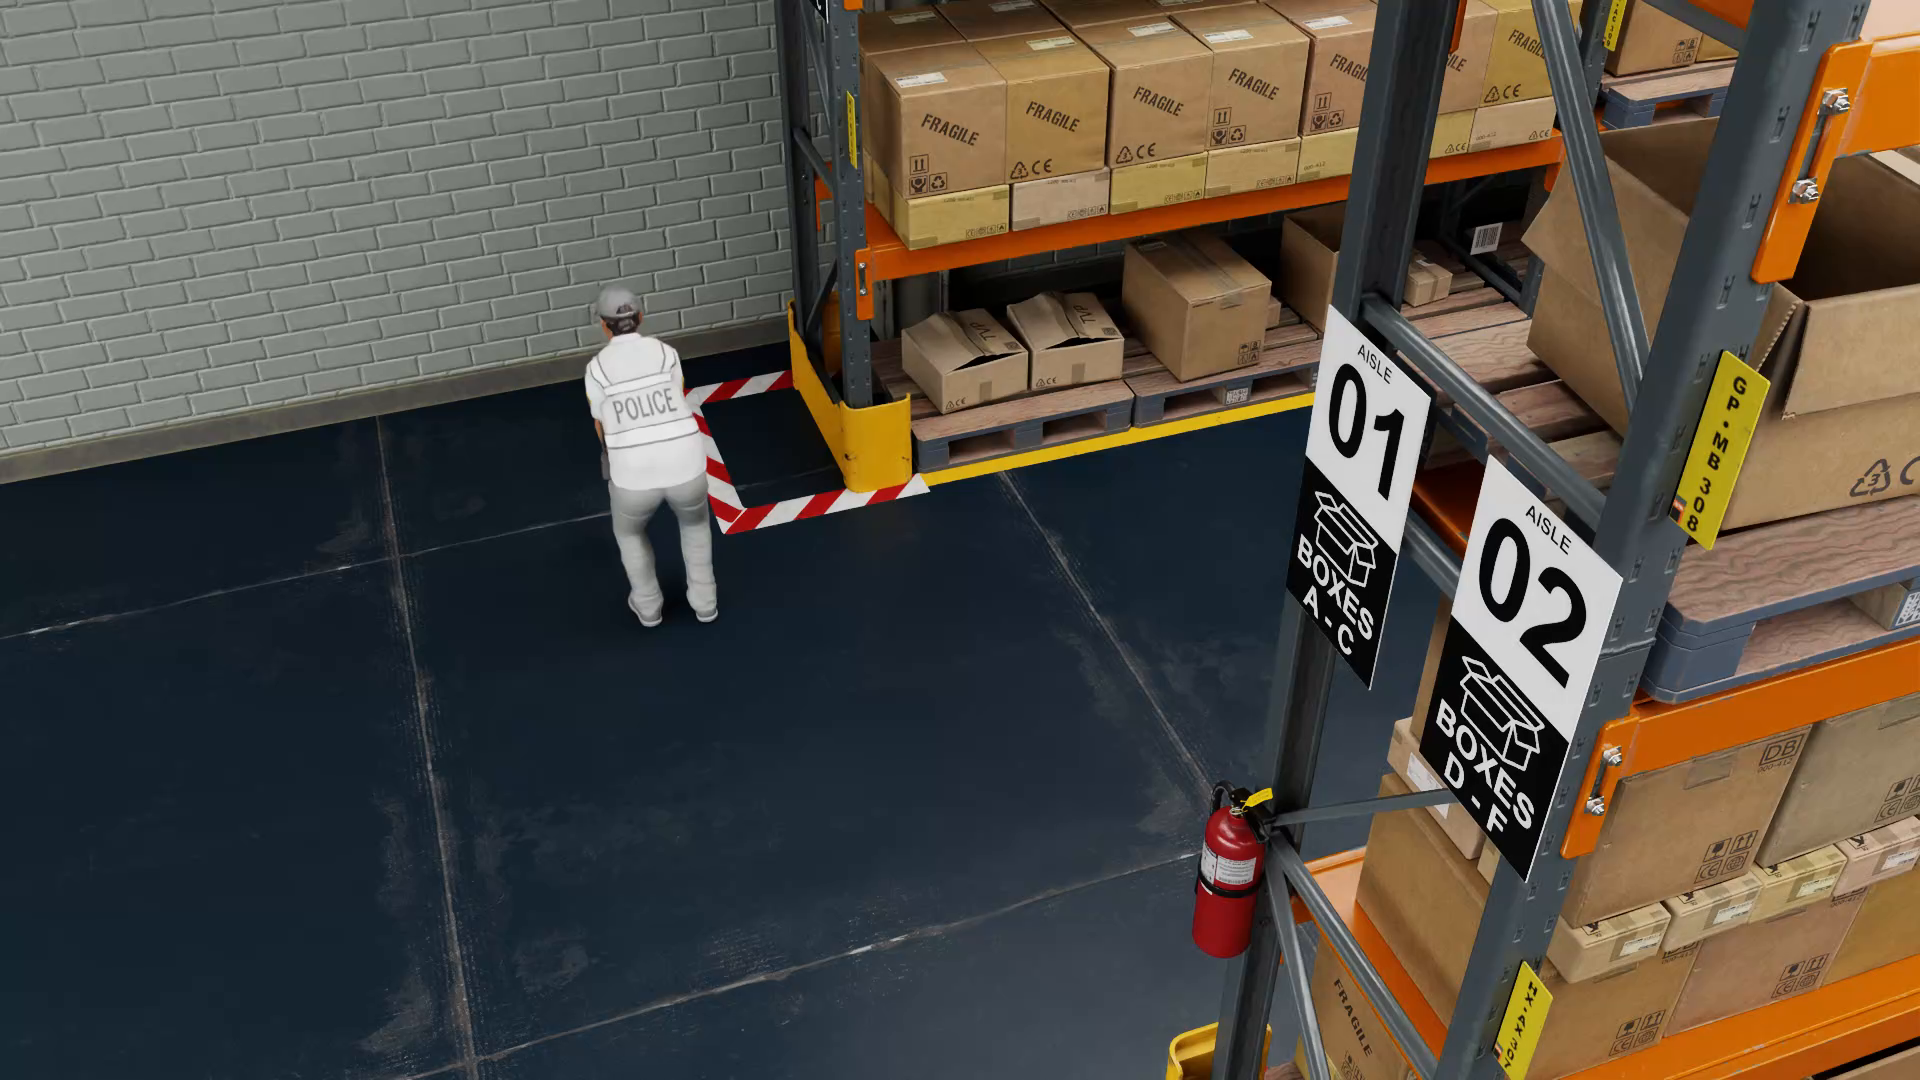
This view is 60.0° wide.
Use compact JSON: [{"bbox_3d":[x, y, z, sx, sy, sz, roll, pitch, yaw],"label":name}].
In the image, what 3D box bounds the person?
[{"bbox_3d":[-1.364,-0.337,7.298,0.453,1.571,0.684,-13,40,-17],"label":"person"}]
